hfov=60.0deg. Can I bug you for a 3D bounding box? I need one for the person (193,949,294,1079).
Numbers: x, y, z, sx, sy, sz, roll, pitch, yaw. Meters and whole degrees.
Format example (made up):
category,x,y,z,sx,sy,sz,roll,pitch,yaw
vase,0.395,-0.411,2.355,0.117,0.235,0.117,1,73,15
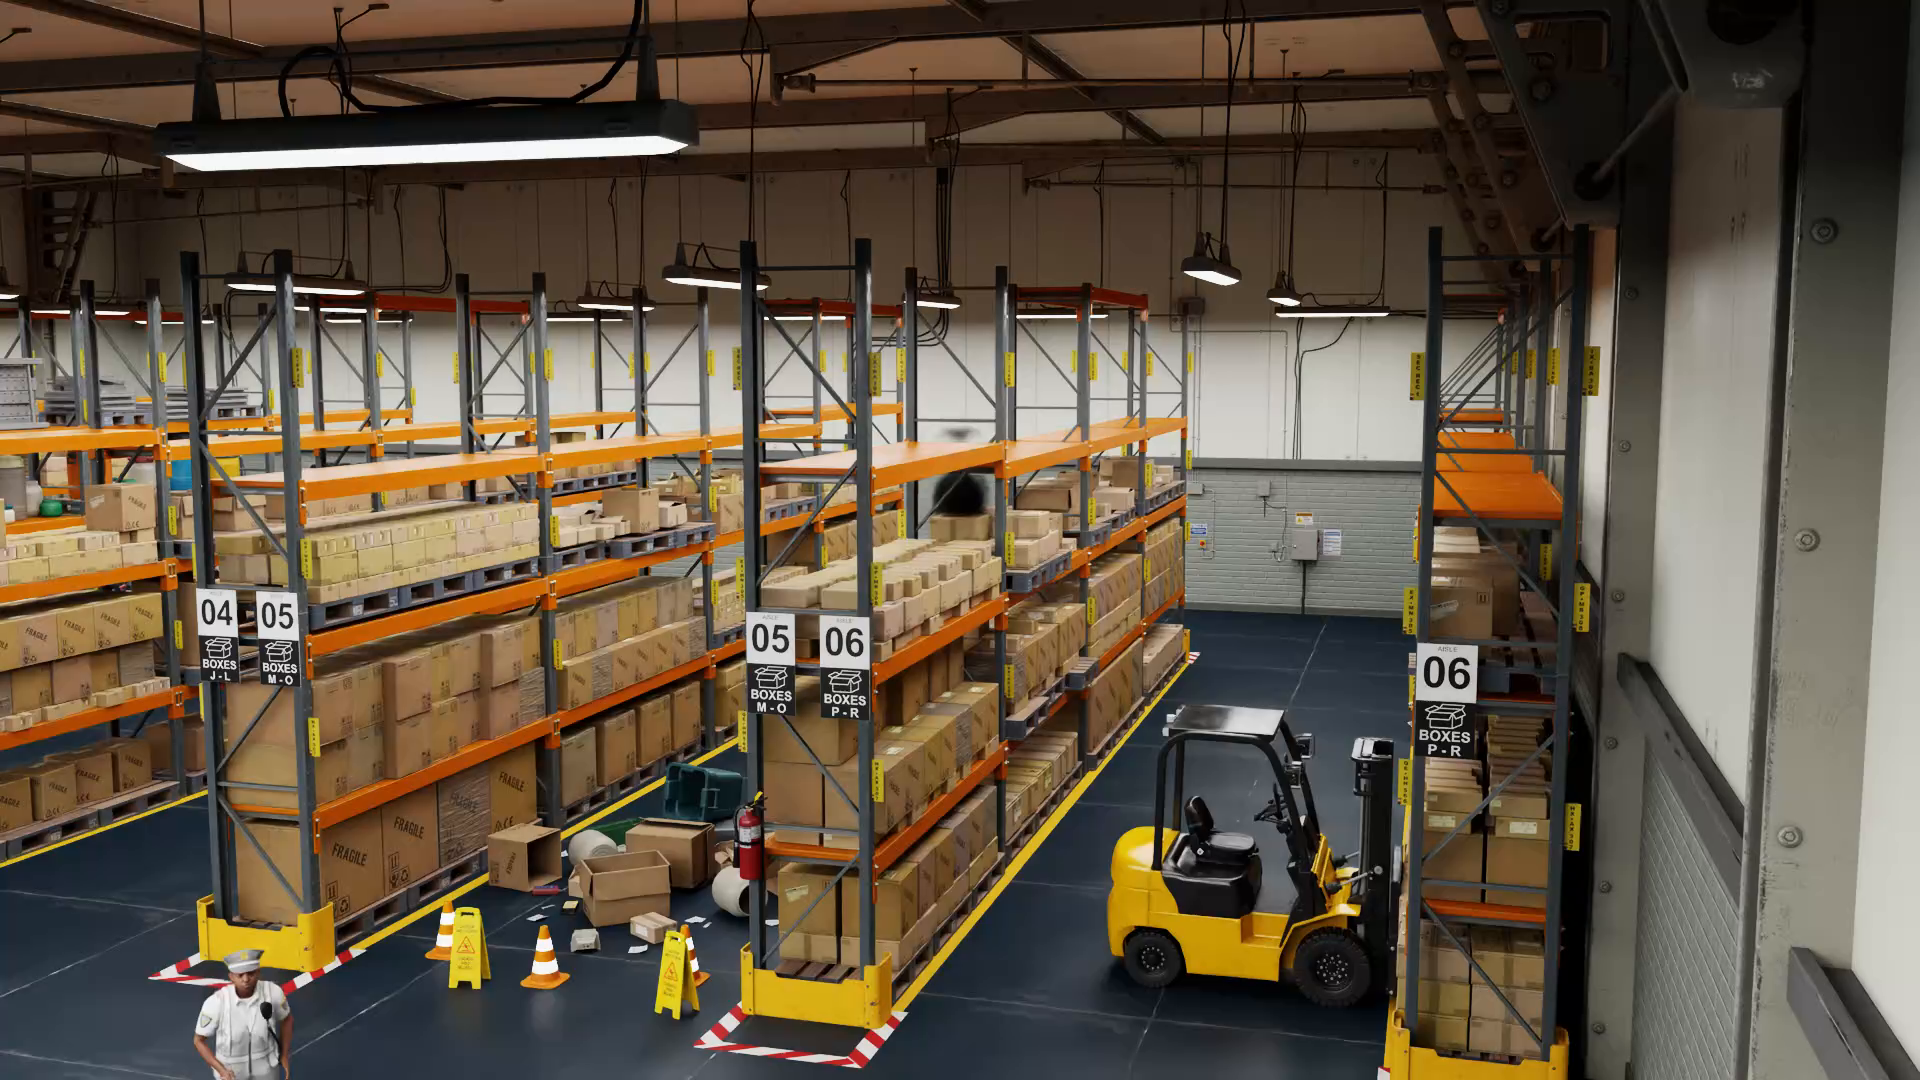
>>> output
category,x,y,z,sx,sy,sz,roll,pitch,yaw
person,-4.378,3.233,10.192,0.575,1.641,0.642,-4,7,-30
